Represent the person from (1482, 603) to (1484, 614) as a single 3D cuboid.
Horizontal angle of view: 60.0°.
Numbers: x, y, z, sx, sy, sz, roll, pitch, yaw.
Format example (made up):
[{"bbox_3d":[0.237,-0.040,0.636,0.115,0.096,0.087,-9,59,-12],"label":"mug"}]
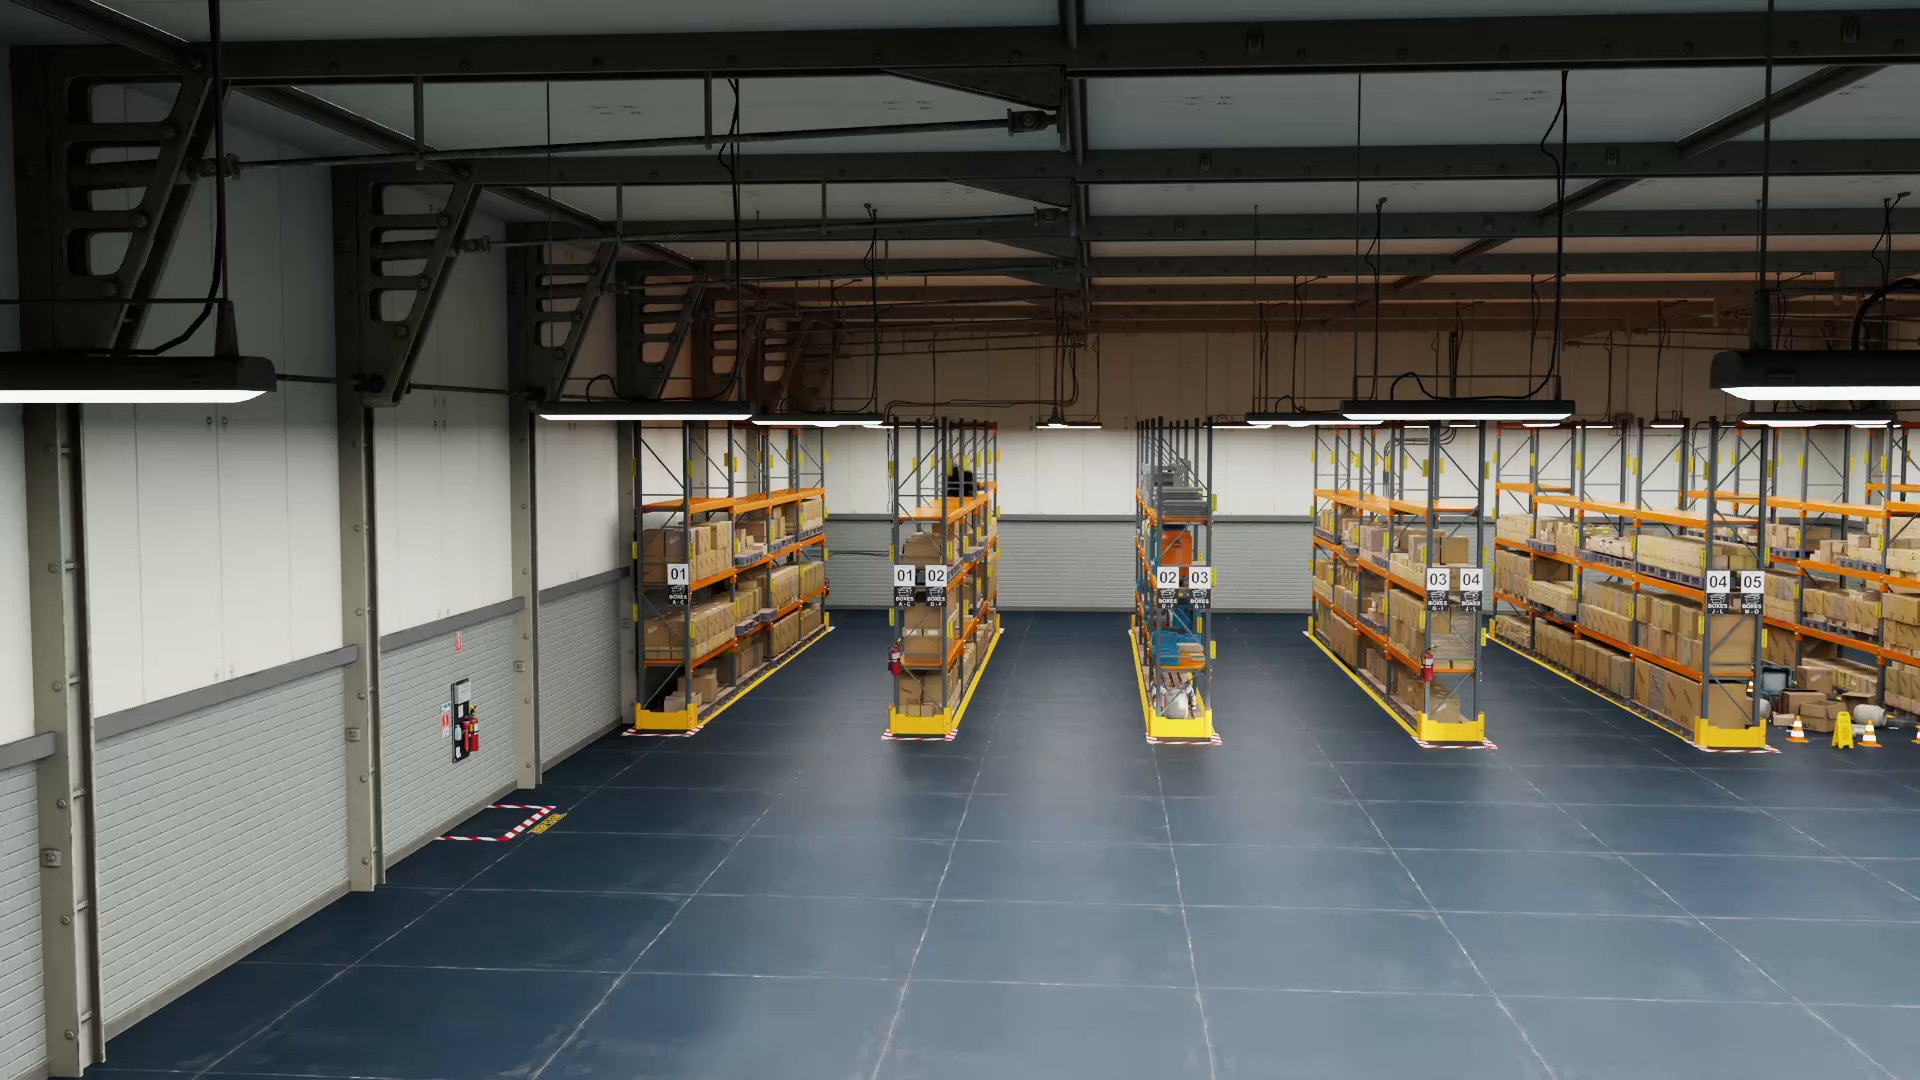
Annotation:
[{"bbox_3d":[13.224,2.071,42.939,0.668,1.703,0.642,0,4,7],"label":"person"}]
